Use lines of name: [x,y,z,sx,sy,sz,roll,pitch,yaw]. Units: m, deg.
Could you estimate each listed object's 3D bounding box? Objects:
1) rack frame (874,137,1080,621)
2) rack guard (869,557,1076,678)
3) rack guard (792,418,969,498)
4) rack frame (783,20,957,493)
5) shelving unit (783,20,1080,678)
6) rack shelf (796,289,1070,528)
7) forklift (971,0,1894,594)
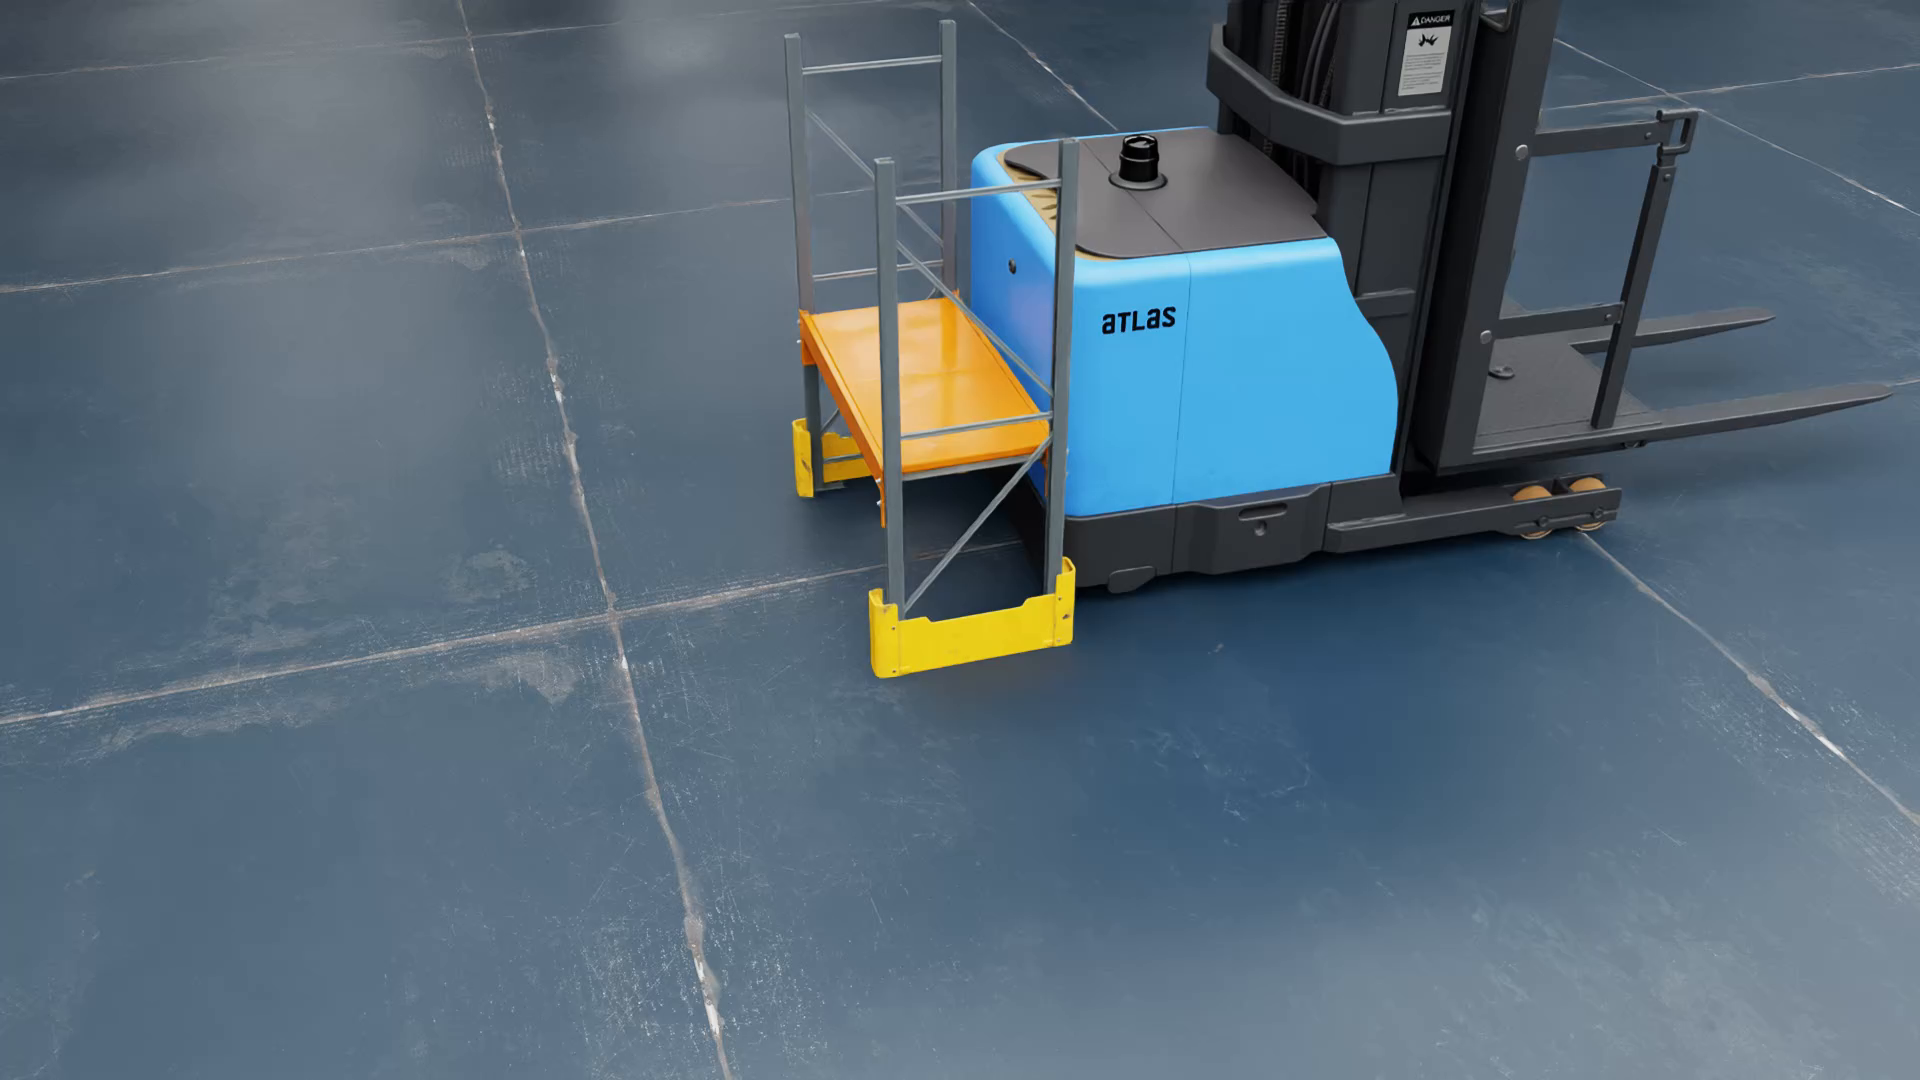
rack frame: [0.043,-0.293,4.333,0.500,1.500,0.032,-10,35,-14]
rack guard: [0.037,0.218,4.693,0.587,0.250,0.087,-10,35,-14]
rack guard: [-0.254,-0.307,5.488,0.587,0.250,0.087,-10,35,-14]
rack frame: [-0.254,-0.829,5.145,0.500,1.500,0.032,-10,35,-14]
shelving unit: [-0.108,-0.566,4.746,0.587,1.500,1.083,-10,35,-14]
rack shelf: [-0.106,-0.411,4.838,0.538,0.185,1.000,-10,35,-14]
forklift: [1.596,-1.499,4.860,3.031,2.935,1.130,-8,34,-12]
